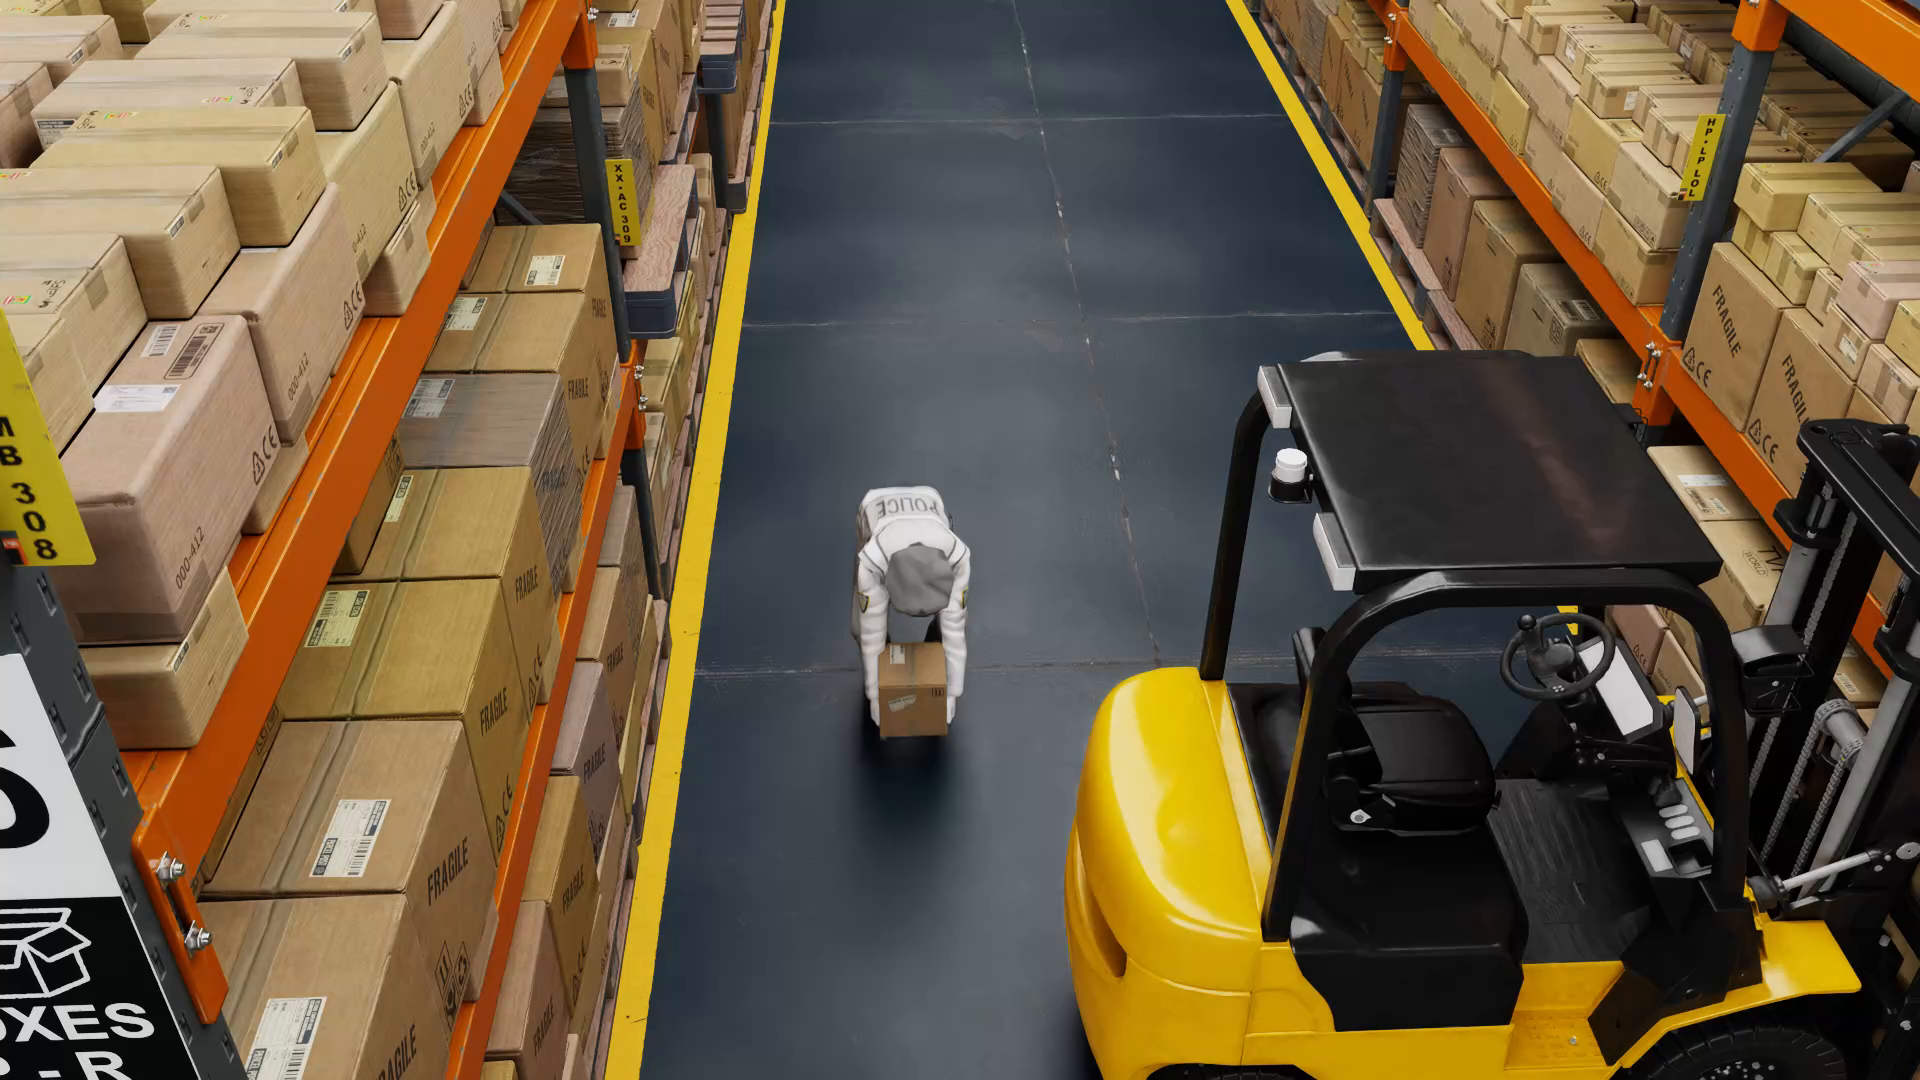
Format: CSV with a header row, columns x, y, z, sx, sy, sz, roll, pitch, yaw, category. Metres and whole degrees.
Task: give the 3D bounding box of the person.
x,y,z,sx,sy,sz,roll,pitch,yaw,category
-0.195,0.252,6.386,0.456,0.979,0.912,-3,36,-4,person
